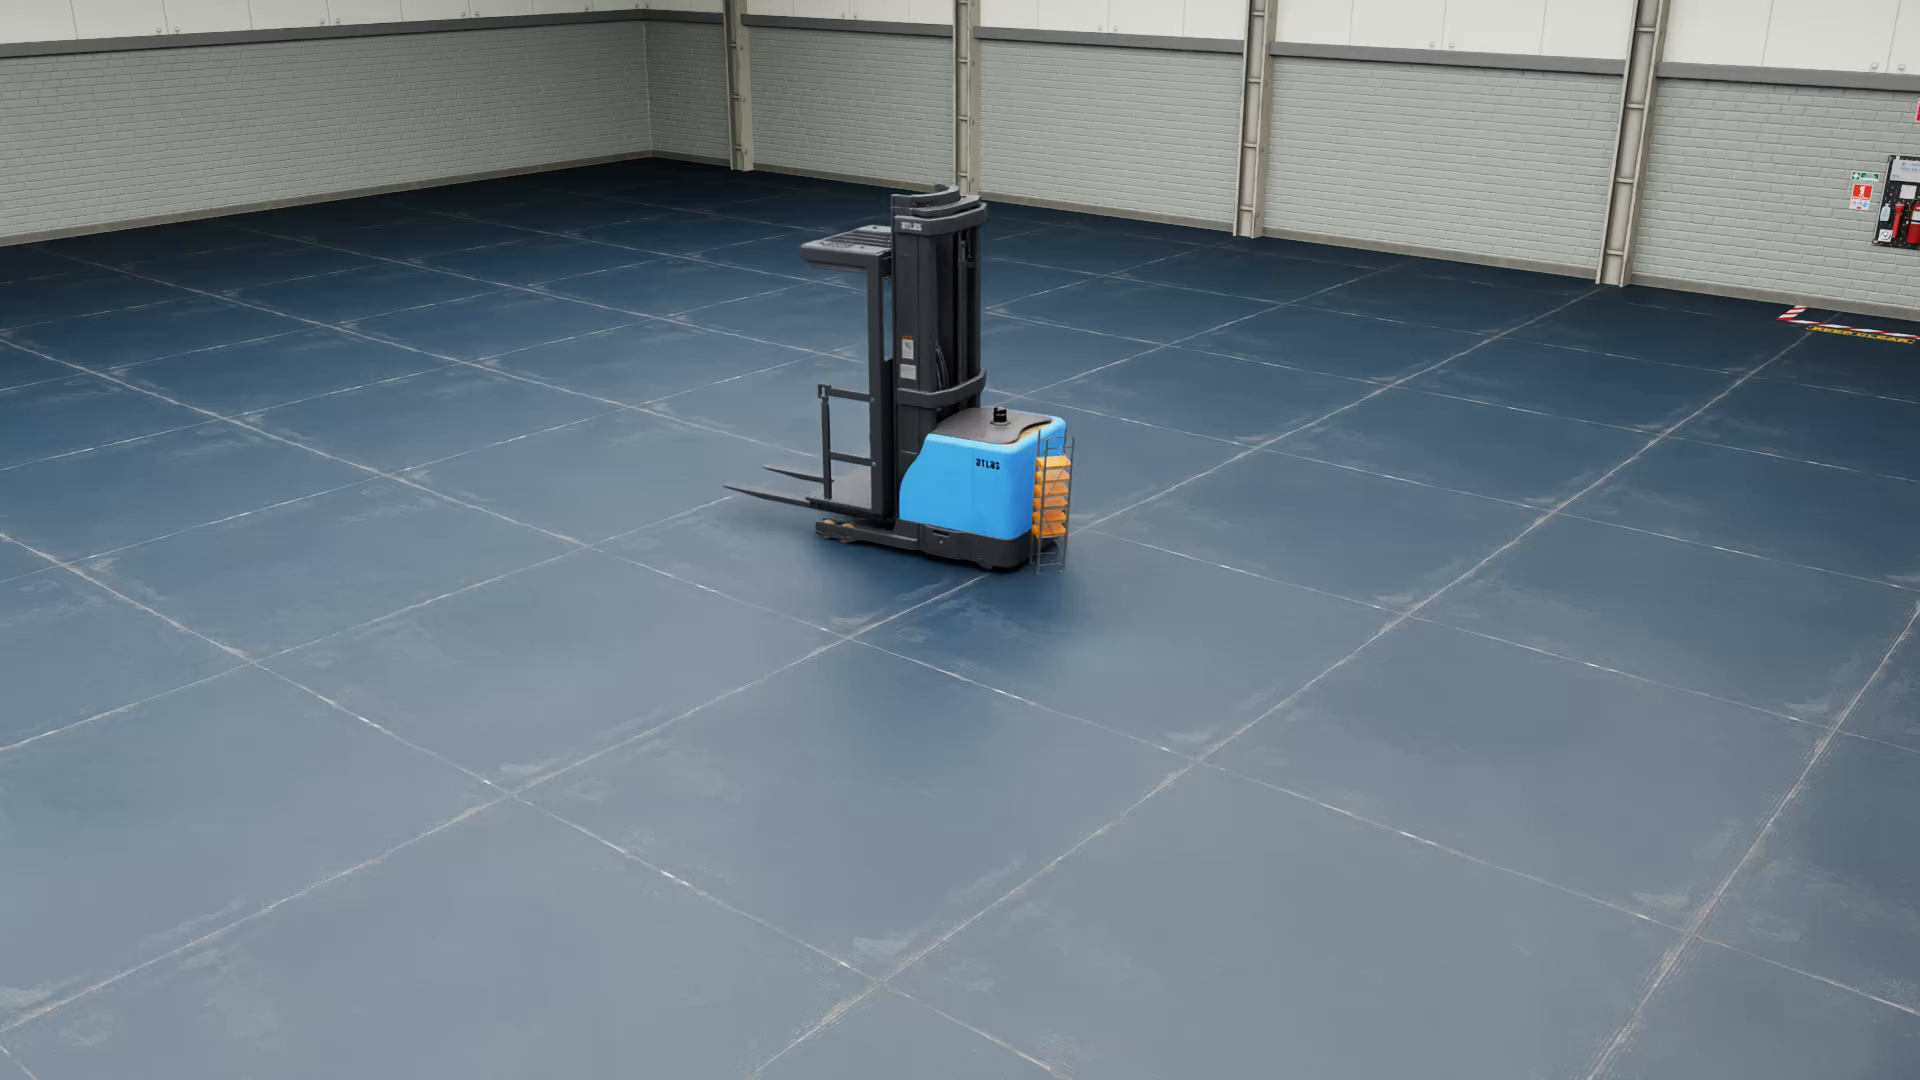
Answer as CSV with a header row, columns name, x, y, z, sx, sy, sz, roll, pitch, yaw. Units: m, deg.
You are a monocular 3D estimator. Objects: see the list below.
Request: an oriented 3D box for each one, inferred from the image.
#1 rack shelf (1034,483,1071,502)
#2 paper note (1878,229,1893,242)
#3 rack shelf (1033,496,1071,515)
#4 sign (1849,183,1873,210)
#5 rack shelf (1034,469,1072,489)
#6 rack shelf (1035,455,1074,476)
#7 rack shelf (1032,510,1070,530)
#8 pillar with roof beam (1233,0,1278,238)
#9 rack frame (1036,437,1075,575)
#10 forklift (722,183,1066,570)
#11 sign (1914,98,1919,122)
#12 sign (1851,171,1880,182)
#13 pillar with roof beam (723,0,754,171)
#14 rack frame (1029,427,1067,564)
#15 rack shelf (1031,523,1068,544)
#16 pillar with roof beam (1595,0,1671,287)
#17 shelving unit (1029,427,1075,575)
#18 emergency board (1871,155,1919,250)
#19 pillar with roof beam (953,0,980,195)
name,x,y,z,sx,sy,sz,roll,pitch,yaw
rack shelf,0.734,-0.369,13.214,0.258,0.103,0.180,-6,29,-15
paper note,12.079,-3.974,21.706,0.142,0.148,0.016,16,26,36
rack shelf,0.729,-0.264,13.271,0.258,0.103,0.180,-6,29,-15
sign,11.810,-4.496,21.791,0.234,0.329,0.001,16,26,36
rack shelf,0.739,-0.475,13.157,0.258,0.103,0.180,-6,29,-15
rack shelf,0.743,-0.580,13.100,0.258,0.103,0.180,-6,29,-15
rack shelf,0.725,-0.158,13.328,0.258,0.103,0.180,-6,29,-15
pillar with roof beam,2.044,-8.073,22.826,0.400,9.000,9.100,16,26,36
rack frame,0.756,-0.260,13.173,0.240,1.200,0.006,-6,29,-15
forklift,-0.645,-1.492,13.974,3.031,2.935,1.130,11,23,27
sign,12.230,-5.441,21.063,0.199,0.298,0.001,16,26,36
sign,11.808,-4.740,21.688,0.331,0.109,0.001,16,26,36
pillar with roof beam,-7.252,-10.751,29.925,0.400,9.000,9.100,16,26,36
rack frame,0.707,-0.345,13.327,0.240,1.200,0.006,-6,29,-15
rack shelf,0.720,-0.053,13.385,0.258,0.103,0.180,-6,29,-15
pillar with roof beam,6.693,-6.735,19.276,0.400,9.000,9.100,16,26,36
shelving unit,0.731,-0.303,13.250,0.258,1.200,0.189,-6,29,-15
emergency board,12.173,-4.328,21.395,0.643,1.169,0.194,16,26,36
pillar with roof beam,-2.604,-9.412,26.376,0.400,9.000,9.100,16,26,36
